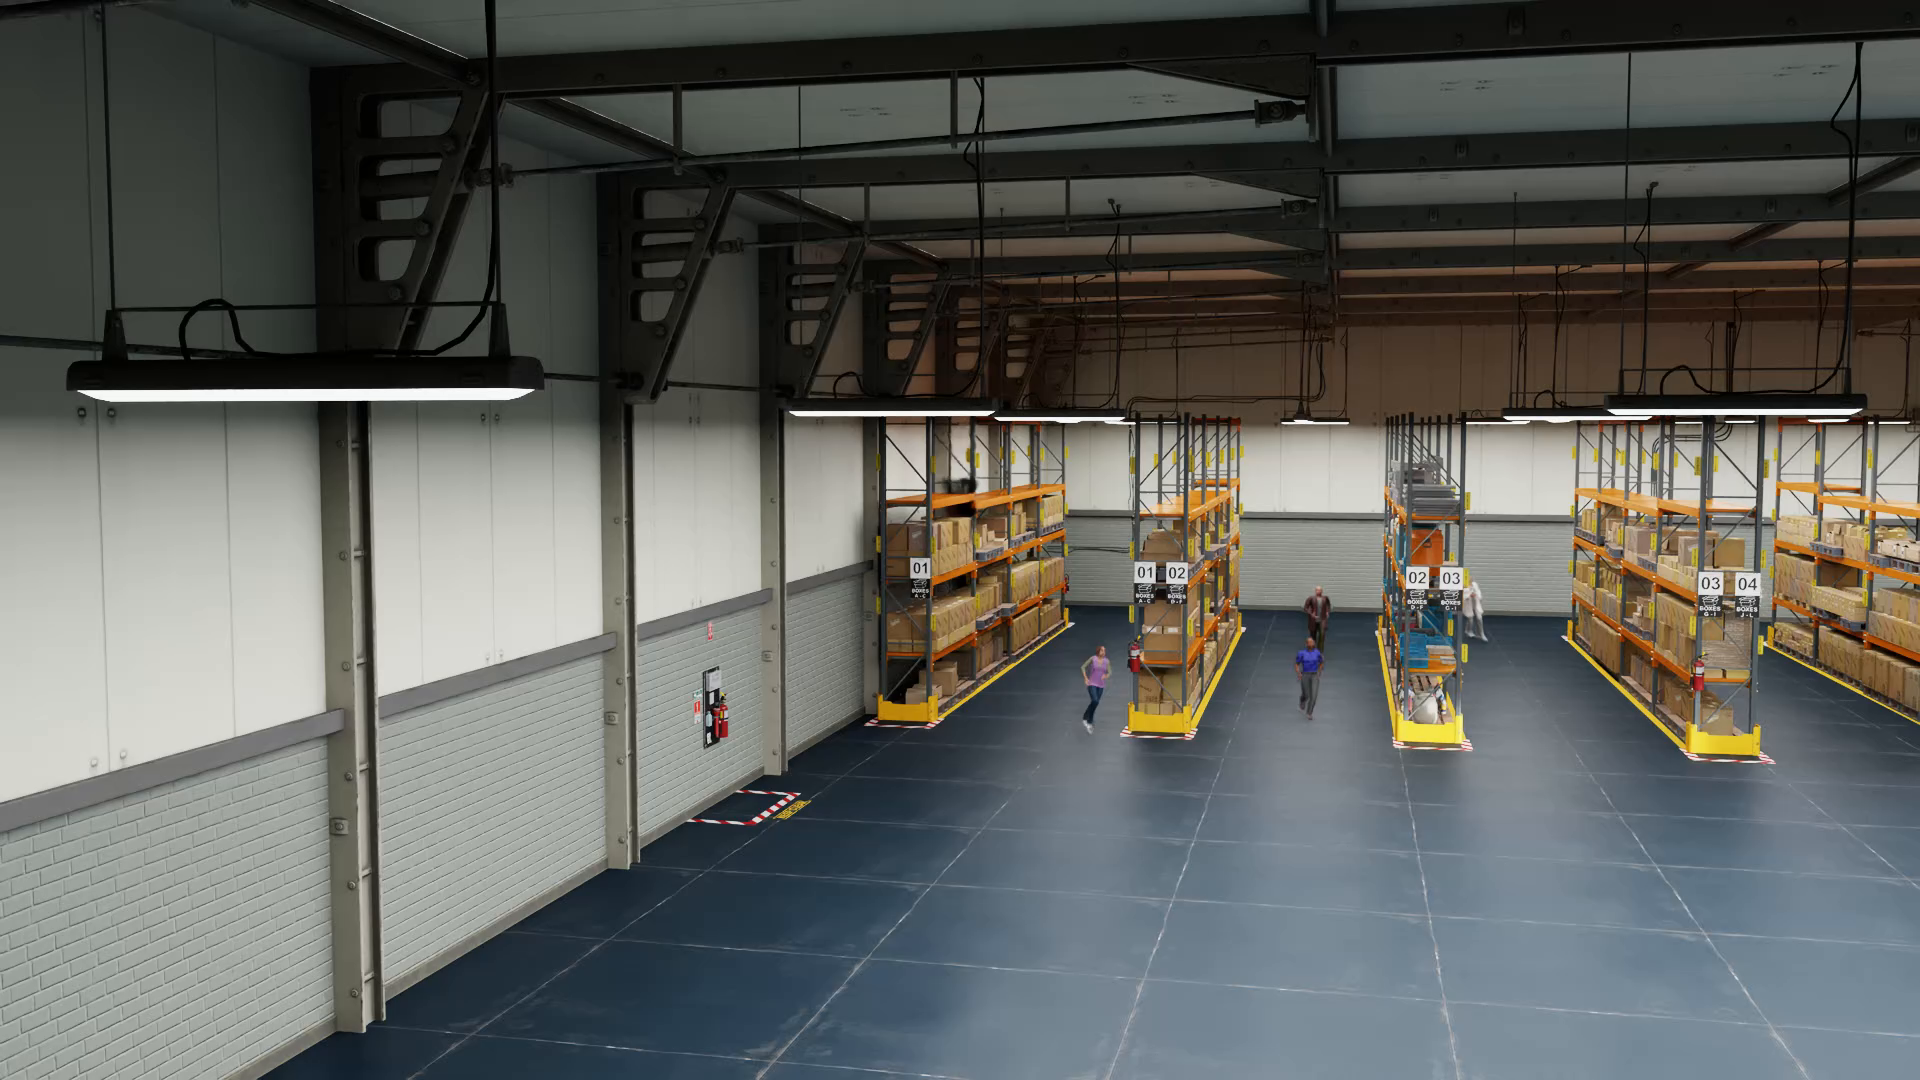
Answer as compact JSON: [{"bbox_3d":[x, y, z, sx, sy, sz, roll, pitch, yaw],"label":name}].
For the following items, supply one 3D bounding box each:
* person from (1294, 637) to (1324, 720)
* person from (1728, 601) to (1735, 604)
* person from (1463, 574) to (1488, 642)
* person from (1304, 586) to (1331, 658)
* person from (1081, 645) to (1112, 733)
[{"bbox_3d":[6.887,2.714,32.775,0.582,1.618,0.578,0,4,2],"label":"person"},{"bbox_3d":[19.885,1.968,43.218,0.643,1.666,0.845,1,4,15],"label":"person"},{"bbox_3d":[13.757,1.814,44.871,0.718,1.784,0.929,0,4,-6],"label":"person"},{"bbox_3d":[8.961,2.037,41.722,0.678,1.783,1.204,1,4,10],"label":"person"},{"bbox_3d":[2.547,2.759,31.030,0.535,1.613,0.643,-1,4,-21],"label":"person"}]
